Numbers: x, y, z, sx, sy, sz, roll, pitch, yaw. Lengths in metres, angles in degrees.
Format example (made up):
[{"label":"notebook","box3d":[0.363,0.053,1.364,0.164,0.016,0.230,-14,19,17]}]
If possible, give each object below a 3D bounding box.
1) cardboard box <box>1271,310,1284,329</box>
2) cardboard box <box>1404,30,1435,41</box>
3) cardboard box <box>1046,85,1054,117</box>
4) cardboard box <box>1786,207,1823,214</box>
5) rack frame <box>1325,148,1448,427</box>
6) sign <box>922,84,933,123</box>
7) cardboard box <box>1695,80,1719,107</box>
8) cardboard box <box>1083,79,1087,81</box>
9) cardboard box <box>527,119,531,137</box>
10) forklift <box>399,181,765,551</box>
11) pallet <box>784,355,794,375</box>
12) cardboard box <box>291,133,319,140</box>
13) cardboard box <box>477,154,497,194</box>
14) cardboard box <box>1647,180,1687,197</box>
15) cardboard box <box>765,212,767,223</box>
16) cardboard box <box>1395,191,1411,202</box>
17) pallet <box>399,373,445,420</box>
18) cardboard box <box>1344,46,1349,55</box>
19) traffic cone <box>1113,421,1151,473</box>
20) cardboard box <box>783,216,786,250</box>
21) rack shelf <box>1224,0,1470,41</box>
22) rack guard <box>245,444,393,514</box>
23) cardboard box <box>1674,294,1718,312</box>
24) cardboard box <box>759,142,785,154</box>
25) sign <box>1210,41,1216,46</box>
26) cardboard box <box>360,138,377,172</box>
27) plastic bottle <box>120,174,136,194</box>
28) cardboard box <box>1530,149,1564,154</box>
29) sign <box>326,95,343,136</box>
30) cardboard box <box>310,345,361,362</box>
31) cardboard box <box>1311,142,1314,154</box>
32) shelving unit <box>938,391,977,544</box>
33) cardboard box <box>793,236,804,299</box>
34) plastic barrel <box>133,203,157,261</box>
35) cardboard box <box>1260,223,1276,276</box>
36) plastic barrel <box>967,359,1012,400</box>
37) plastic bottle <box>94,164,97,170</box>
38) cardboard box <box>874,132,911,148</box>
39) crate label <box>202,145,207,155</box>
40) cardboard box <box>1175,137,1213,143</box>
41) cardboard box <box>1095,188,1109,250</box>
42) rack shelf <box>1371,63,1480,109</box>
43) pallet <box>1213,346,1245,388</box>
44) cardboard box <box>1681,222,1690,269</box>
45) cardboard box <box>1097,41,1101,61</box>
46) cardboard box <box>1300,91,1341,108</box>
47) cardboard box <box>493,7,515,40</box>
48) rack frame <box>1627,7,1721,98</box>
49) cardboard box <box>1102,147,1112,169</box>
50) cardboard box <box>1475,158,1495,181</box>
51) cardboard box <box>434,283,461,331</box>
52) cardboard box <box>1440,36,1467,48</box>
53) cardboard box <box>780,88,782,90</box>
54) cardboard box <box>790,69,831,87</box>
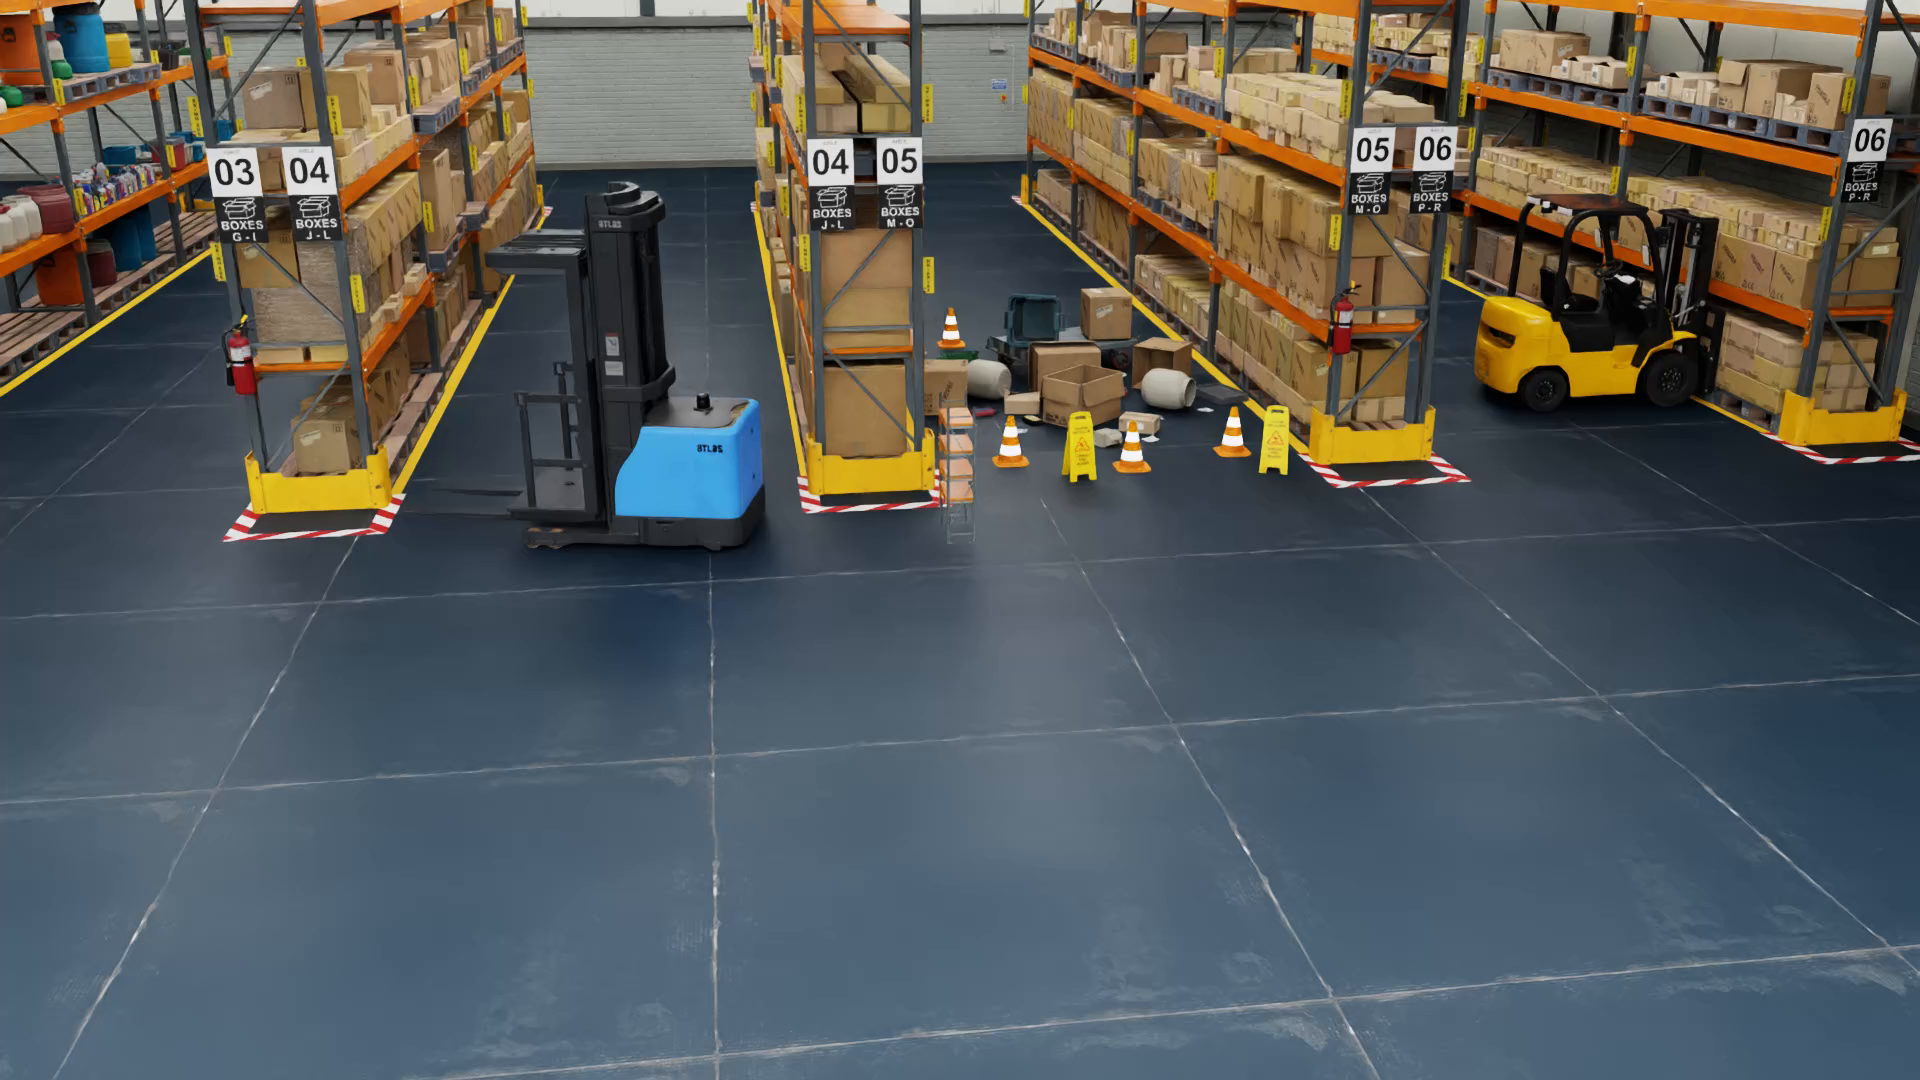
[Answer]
[{"label":"cardboard box","box3d":[3.488,-2.327,17.491,0.380,0.149,0.250,-2,21,-5]},{"label":"cardboard box","box3d":[7.103,-7.796,25.706,0.380,0.149,0.250,-3,21,-7]},{"label":"cardboard box","box3d":[1.768,-7.542,28.551,0.500,0.500,0.500,-3,21,-8]},{"label":"cardboard box","box3d":[8.985,-3.425,17.604,0.380,0.149,0.250,-2,21,-6]},{"label":"rack frame","box3d":[4.051,-2.197,15.811,1.000,3.000,0.127,-3,21,-8]},{"label":"sign","box3d":[-0.283,-3.790,14.427,0.100,0.325,0.005,-3,21,-8]},{"label":"cardboard box","box3d":[8.299,-4.890,18.184,0.396,0.266,0.258,-3,21,-9]},{"label":"cardboard box","box3d":[2.299,-7.733,28.134,0.380,0.149,0.250,-3,21,-8]},{"label":"cardboard box","box3d":[-7.730,-7.152,28.866,0.500,0.250,0.500,-3,21,-9]},{"label":"forklift","box3d":[-3.274,-1.481,13.994,3.031,2.935,1.130,2,21,5]},{"label":"pallet","box3d":[-1.595,-2.254,19.950,1.003,0.211,1.213,-3,21,-8]},{"label":"cardboard box","box3d":[-5.667,-3.502,14.662,0.380,0.149,0.250,-3,21,-9]},{"label":"cardboard box","box3d":[-6.934,-5.225,23.775,0.500,0.500,0.500,-3,21,-8]},{"label":"cardboard box","box3d":[8.282,-4.113,19.446,0.380,0.149,0.250,-3,21,-7]},{"label":"cardboard box","box3d":[-2.974,-5.254,27.045,0.380,0.149,0.250,-4,21,-10]},{"label":"cardboard box","box3d":[7.238,-5.521,26.756,0.380,0.149,0.250,-3,21,-9]},{"label":"pallet","box3d":[-6.201,-1.545,18.051,1.003,0.211,1.213,-3,21,-8]},{"label":"cardboard box","box3d":[6.785,-8.358,28.379,0.380,0.149,0.250,-2,21,-6]},{"label":"traffic cone","box3d":[1.663,-0.919,16.014,0.336,0.463,0.334,-3,21,-8]},{"label":"cardboard box","box3d":[-1.822,-3.686,19.656,0.500,0.500,0.500,-3,21,-8]},{"label":"rack shelf","box3d":[3.762,-5.361,16.742,1.077,0.370,4.000,-3,21,-8]},{"label":"rack guard","box3d":[-5.767,-0.552,14.981,1.175,0.500,0.348,-3,21,-8]},{"label":"cardboard box","box3d":[8.291,-2.678,19.000,0.500,0.250,0.500,-2,21,-6]},{"label":"cardboard box","box3d":[-2.695,-5.634,23.923,0.380,0.149,0.250,-2,21,-5]},{"label":"sign","box3d":[3.435,-6.641,22.683,0.100,0.325,0.005,-3,21,-8]},{"label":"cardboard box","box3d":[-5.717,-3.562,15.393,0.500,0.250,0.500,-3,21,-8]},{"label":"plastic bottle","box3d":[-11.865,-5.076,23.697,0.152,0.276,0.135,-3,21,-8]},{"label":"cardboard box","box3d":[8.204,-5.382,23.268,0.380,0.149,0.250,-2,21,-6]},{"label":"sign","box3d":[-5.219,-3.539,13.869,0.100,0.325,0.005,-3,21,-8]},{"label":"cardboard box","box3d":[-5.561,-1.690,14.813,0.380,0.149,0.250,-3,21,-8]},{"label":"cardboard box","box3d":[3.679,-3.863,16.344,0.380,0.149,0.250,-3,21,-7]},{"label":"shelving unit","box3d":[-0.024,-0.619,14.160,0.258,1.200,0.503,-3,21,-8]},{"label":"cardboard box","box3d":[-1.282,-2.858,17.367,0.875,0.550,0.550,-3,21,-8]},{"label":"plastic barrel","box3d":[-12.325,-4.627,24.715,0.600,0.901,0.708,-3,21,-8]},{"label":"cardboard box","box3d":[3.509,-3.081,17.609,0.500,0.500,0.500,-3,21,-7]},{"label":"plastic barrel","box3d":[0.272,-1.775,18.363,0.512,0.421,0.421,12,24,30]},{"label":"plastic bottle","box3d":[-12.756,-5.399,24.551,0.061,0.283,0.133,-3,21,-8]},{"label":"cardboard box","box3d":[-0.565,-3.578,14.838,0.380,0.149,0.250,-3,21,-7]},{"label":"crate label","box3d":[-12.575,-6.422,27.415,0.396,0.136,0.243,-3,21,-8]},{"label":"cardboard box","box3d":[3.238,-5.206,22.700,0.500,0.500,0.500,-4,21,-9]},{"label":"cardboard box","box3d":[2.627,-5.030,25.833,0.875,0.875,0.875,-2,21,-6]},{"label":"rack shelf","box3d":[7.521,-6.979,25.356,1.077,0.370,4.000,-3,21,-8]},{"label":"pallet","box3d":[3.606,-2.045,19.389,1.003,0.211,1.213,-3,21,-8]},{"label":"cardboard box","box3d":[8.357,-3.359,18.779,0.500,0.500,0.500,-3,21,-8]},{"label":"cardboard box","box3d":[2.238,-7.240,24.619,0.396,0.266,0.258,-1,21,-3]},{"label":"cardboard box","box3d":[3.630,-4.406,16.659,0.380,0.149,0.250,-4,21,-9]},{"label":"cardboard box","box3d":[-7.934,-8.755,28.197,0.700,0.500,0.500,-4,21,-11]},{"label":"rack frame","box3d":[8.385,-6.644,19.143,1.000,3.000,0.127,-3,21,-8]},{"label":"cardboard box","box3d":[2.405,-5.639,24.527,0.500,0.250,0.500,-3,21,-9]},{"label":"cardboard box","box3d":[7.606,-5.215,23.392,0.500,0.250,0.500,-3,21,-8]},{"label":"cardboard box","box3d":[-6.611,-2.884,20.594,0.700,0.500,0.500,-1,21,-3]},{"label":"cardboard box","box3d":[7.318,-7.346,24.529,0.380,0.149,0.250,-3,21,-9]},{"label":"cardboard box","box3d":[-1.880,-5.500,19.752,0.500,0.311,0.500,-4,21,-10]},{"label":"cardboard box","box3d":[-1.437,-4.444,16.018,0.380,0.149,0.250,-3,21,-7]}]
